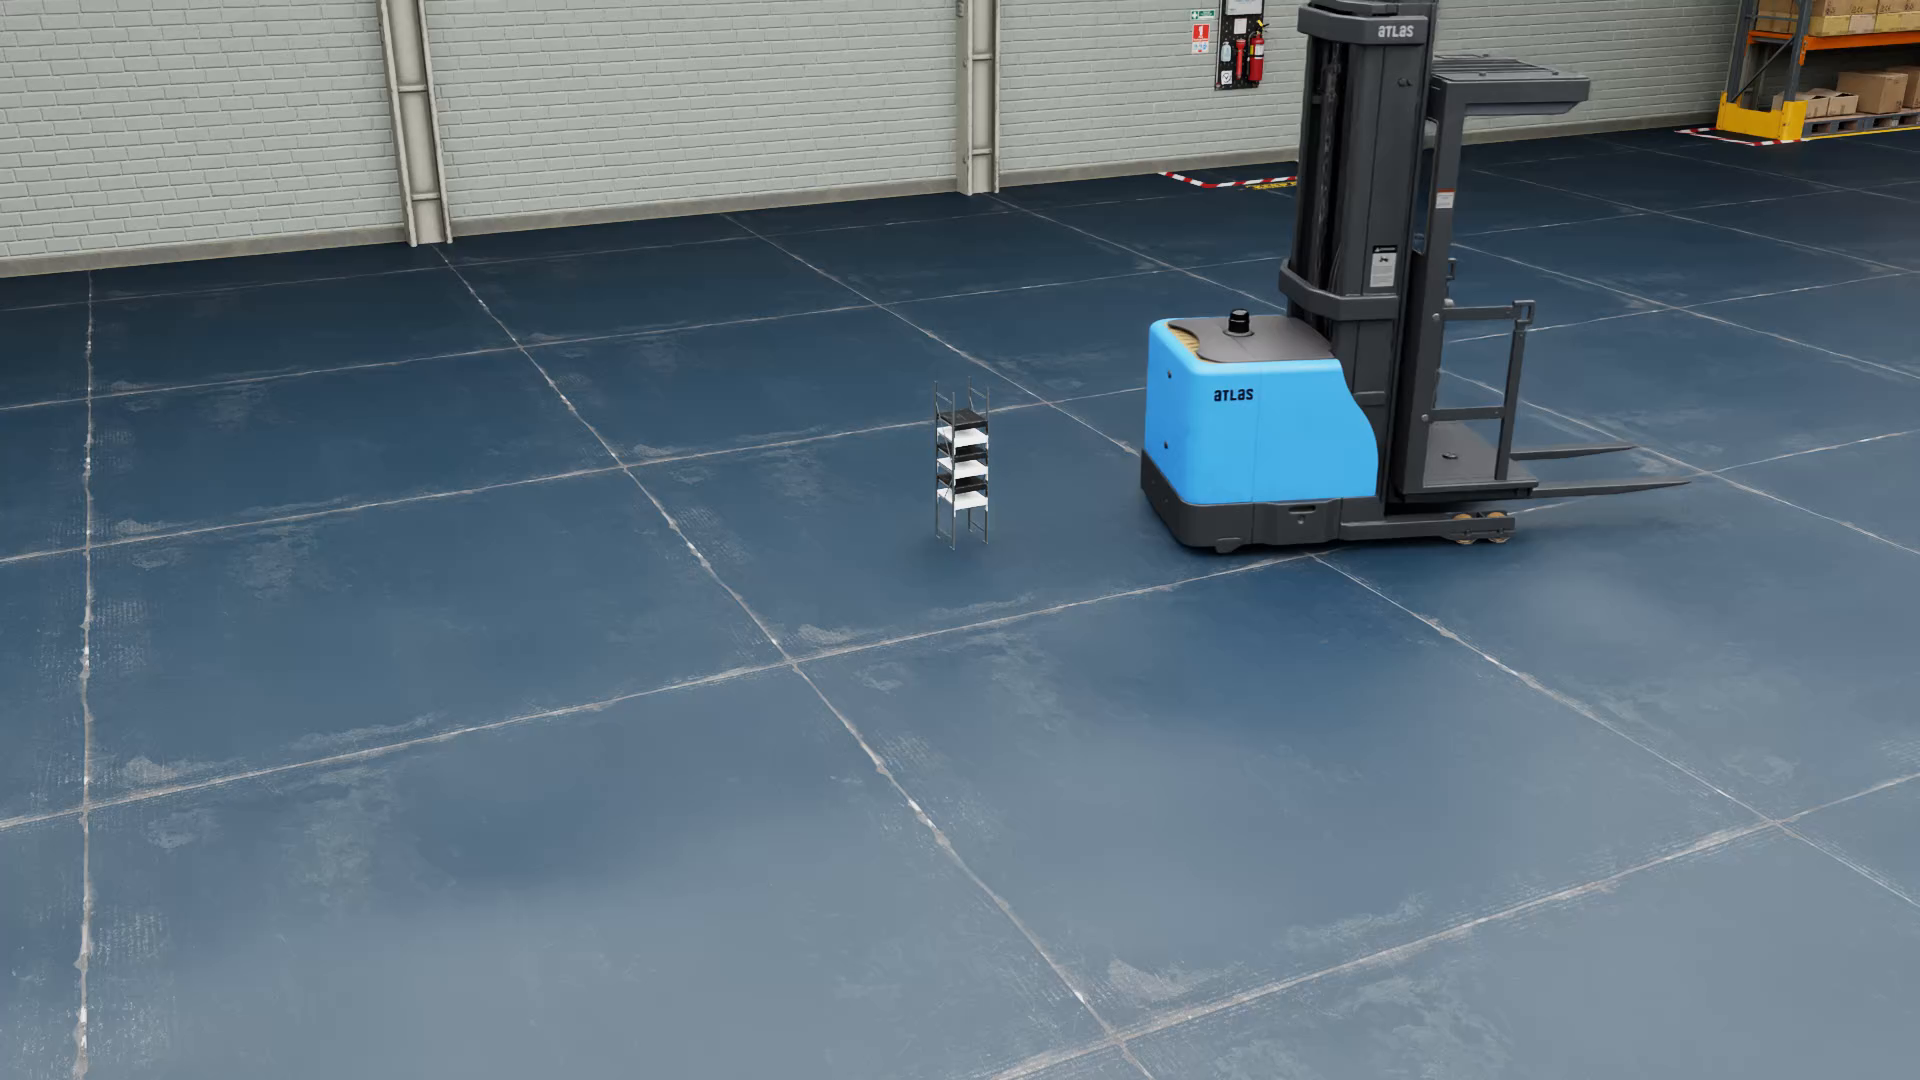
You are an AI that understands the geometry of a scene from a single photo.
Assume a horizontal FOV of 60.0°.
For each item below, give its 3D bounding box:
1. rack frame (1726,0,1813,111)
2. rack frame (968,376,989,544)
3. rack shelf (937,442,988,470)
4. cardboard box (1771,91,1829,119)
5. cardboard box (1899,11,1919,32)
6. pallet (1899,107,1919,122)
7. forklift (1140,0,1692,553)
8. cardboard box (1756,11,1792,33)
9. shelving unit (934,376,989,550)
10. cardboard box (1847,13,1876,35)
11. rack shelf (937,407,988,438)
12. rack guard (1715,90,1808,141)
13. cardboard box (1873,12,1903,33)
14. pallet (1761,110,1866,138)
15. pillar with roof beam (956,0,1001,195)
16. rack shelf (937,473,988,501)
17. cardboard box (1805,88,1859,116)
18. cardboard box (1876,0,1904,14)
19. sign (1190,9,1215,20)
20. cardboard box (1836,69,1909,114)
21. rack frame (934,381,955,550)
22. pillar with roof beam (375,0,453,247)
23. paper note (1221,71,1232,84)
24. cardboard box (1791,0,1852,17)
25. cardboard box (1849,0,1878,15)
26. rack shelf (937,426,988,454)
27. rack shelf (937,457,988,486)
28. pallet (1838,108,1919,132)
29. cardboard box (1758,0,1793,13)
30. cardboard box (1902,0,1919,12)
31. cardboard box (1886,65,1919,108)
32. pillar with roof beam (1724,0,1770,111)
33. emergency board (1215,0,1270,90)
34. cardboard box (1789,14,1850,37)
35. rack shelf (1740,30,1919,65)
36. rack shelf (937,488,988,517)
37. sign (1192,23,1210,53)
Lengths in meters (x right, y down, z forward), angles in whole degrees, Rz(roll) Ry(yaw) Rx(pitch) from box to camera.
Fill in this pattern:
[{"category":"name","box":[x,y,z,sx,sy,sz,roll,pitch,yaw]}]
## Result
[{"category":"rack frame","box":[10.754,-6.888,21.968,0.127,3.000,1.000,-10,25,-24]},{"category":"rack frame","box":[0.099,-0.434,9.122,0.006,0.900,0.240,-10,25,-24]},{"category":"rack shelf","box":[0.007,-0.469,9.059,0.200,0.077,0.258,-10,25,-24]},{"category":"cardboard box","box":[11.417,-5.933,22.601,0.500,0.311,0.500,-14,26,-30]},{"category":"cardboard box","box":[12.712,-7.056,22.544,0.500,0.250,0.500,-10,25,-23]},{"category":"pallet","box":[13.769,-6.139,23.806,1.213,0.211,1.003,-10,25,-24]},{"category":"forklift","box":[2.626,-1.525,9.102,3.031,2.935,1.130,-3,23,-8]},{"category":"cardboard box","box":[11.092,-6.972,22.342,0.500,0.250,0.500,-10,25,-23]},{"category":"shelving unit","box":[0.007,-0.417,9.081,0.210,0.900,0.258,-10,25,-24]},{"category":"cardboard box","box":[11.794,-6.891,22.144,0.500,0.250,0.500,-11,25,-25]},{"category":"rack shelf","box":[0.007,-0.636,8.991,0.200,0.077,0.258,-10,25,-24]},{"category":"rack guard","box":[10.823,-5.746,22.477,0.348,0.500,1.175,-10,25,-24]},{"category":"cardboard box","box":[12.255,-6.973,22.343,0.500,0.250,0.500,-11,25,-24]},{"category":"pallet","box":[11.570,-5.735,22.828,1.213,0.211,1.003,-10,25,-24]},{"category":"pillar with roof beam","box":[2.064,-6.600,13.429,0.400,9.000,9.100,-10,25,-24]},{"category":"rack shelf","box":[0.007,-0.303,9.128,0.200,0.077,0.258,-10,25,-24]},{"category":"cardboard box","box":[11.931,-6.027,22.829,0.500,0.311,0.500,-8,24,-19]},{"category":"cardboard box","box":[12.233,-7.312,22.182,0.500,0.500,0.500,-11,25,-25]},{"category":"sign","box":[2.826,-6.113,19.357,0.331,0.109,0.001,-10,25,-24]},{"category":"cardboard box","box":[12.613,-6.219,23.045,0.500,0.500,0.700,-12,25,-27]},{"category":"rack frame","box":[-0.084,-0.400,9.040,0.006,0.900,0.240,-10,25,-24]},{"category":"pillar with roof beam","box":[-3.342,-5.605,11.024,0.400,9.000,9.100,-10,25,-24]},{"category":"paper note","box":[3.171,-5.498,19.761,0.142,0.148,0.016,-10,25,-24]},{"category":"cardboard box","box":[11.315,-7.150,21.791,0.500,0.500,0.500,-10,25,-24]},{"category":"cardboard box","box":[11.765,-7.229,21.980,0.500,0.500,0.500,-10,25,-23]},{"category":"rack shelf","box":[0.007,-0.553,9.025,0.200,0.077,0.258,-10,25,-24]},{"category":"rack shelf","box":[0.007,-0.386,9.094,0.200,0.077,0.258,-10,25,-24]},{"category":"pallet","box":[12.668,-5.936,23.313,1.213,0.211,1.003,-10,25,-24]},{"category":"cardboard box","box":[11.087,-7.326,22.215,0.500,0.500,0.500,-11,25,-24]},{"category":"cardboard box","box":[12.693,-7.402,22.399,0.500,0.500,0.500,-10,24,-22]},{"category":"cardboard box","box":[13.441,-6.414,23.516,0.500,0.500,0.500,-12,26,-28]},{"category":"pillar with roof beam","box":[12.877,-8.591,18.237,0.400,9.000,9.100,-10,25,-24]},{"category":"emergency board","box":[3.360,-5.910,19.606,0.643,1.169,0.194,-10,25,-24]},{"category":"cardboard box","box":[11.332,-6.799,21.924,0.500,0.250,0.500,-11,25,-25]},{"category":"rack shelf","box":[12.557,-6.887,22.907,4.000,0.370,1.077,-10,25,-24]},{"category":"rack shelf","box":[0.007,-0.220,9.163,0.200,0.077,0.258,-10,25,-24]},{"category":"sign","box":[2.818,-5.870,19.463,0.234,0.329,0.001,-10,25,-24]}]
